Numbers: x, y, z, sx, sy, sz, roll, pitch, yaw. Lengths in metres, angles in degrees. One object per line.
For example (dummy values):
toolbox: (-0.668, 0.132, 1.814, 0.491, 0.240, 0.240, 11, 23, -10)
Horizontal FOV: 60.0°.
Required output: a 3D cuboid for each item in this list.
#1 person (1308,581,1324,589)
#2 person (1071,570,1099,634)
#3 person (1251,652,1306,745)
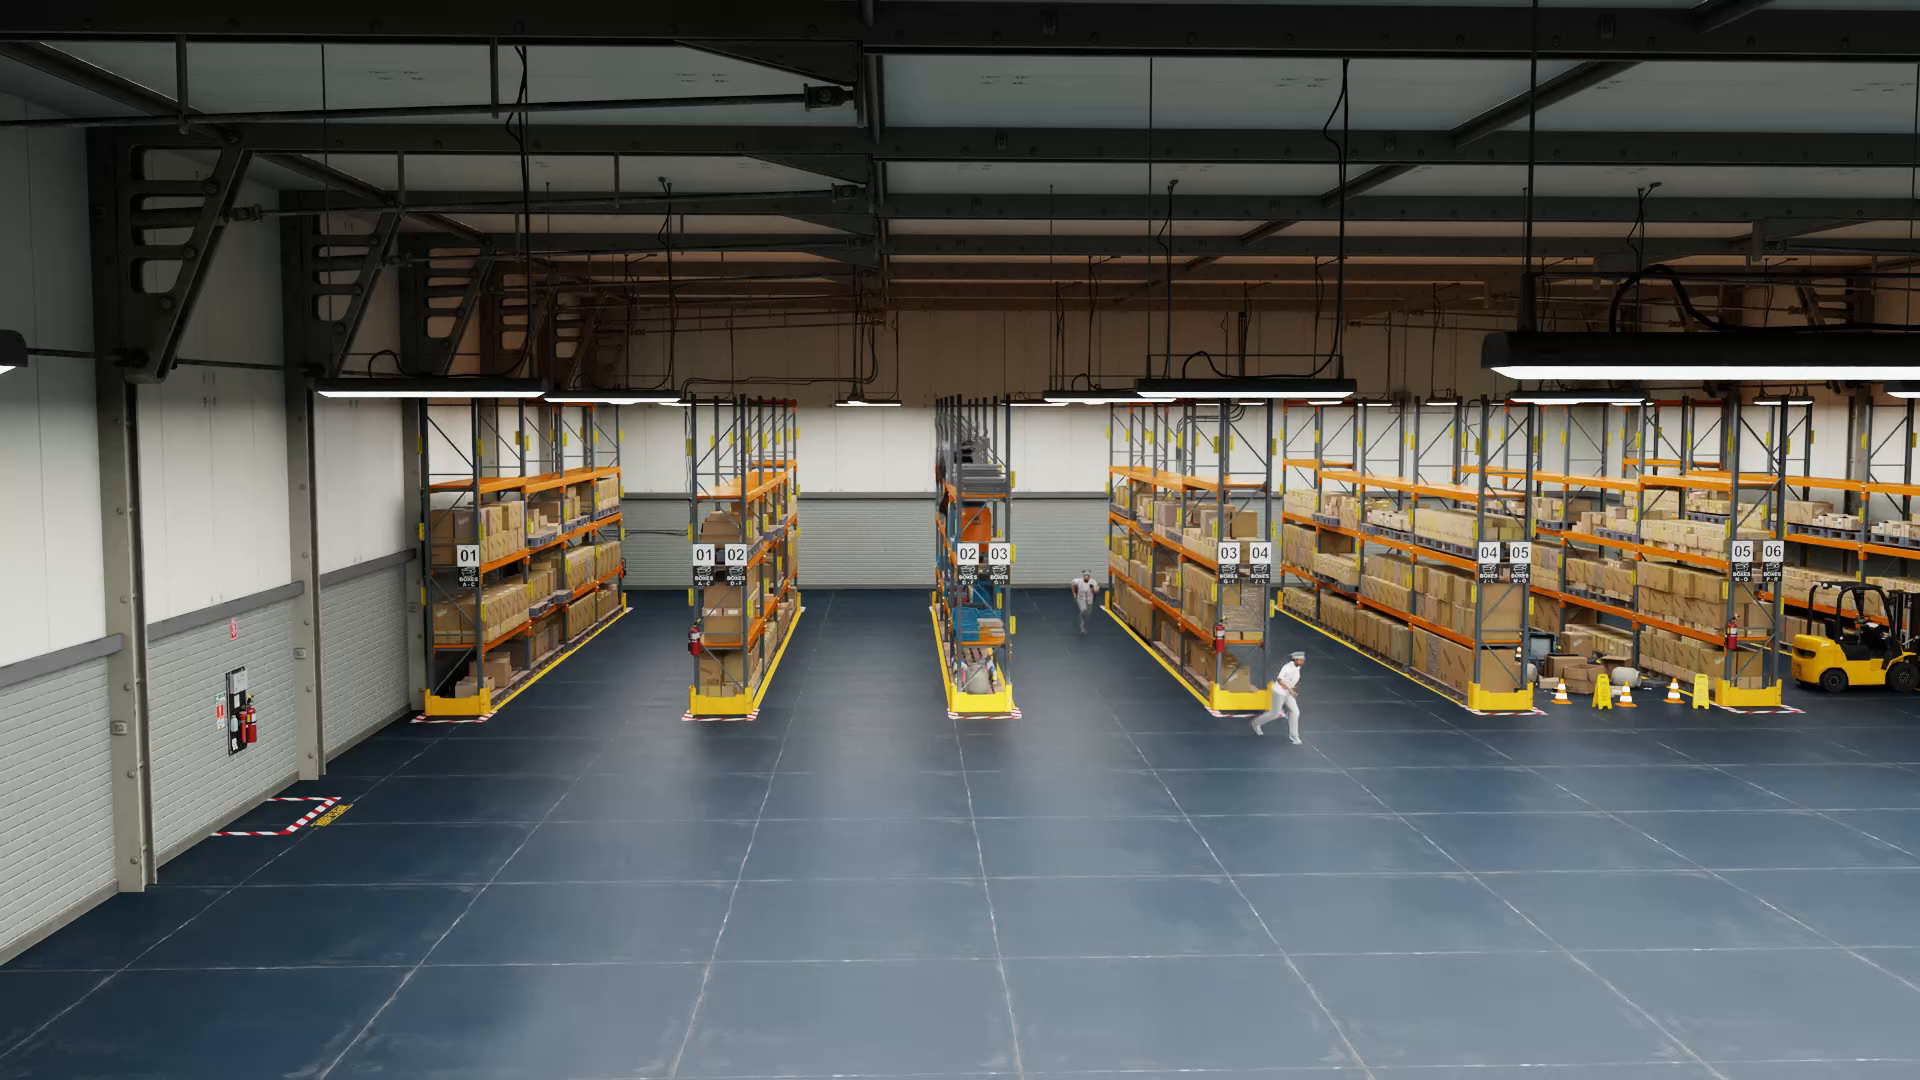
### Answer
person: (10.482, 1.117, 48.664, 0.609, 1.585, 0.602, 3, 5, 33)
person: (3.130, 1.549, 41.656, 0.651, 1.688, 0.971, -1, 5, -10)
person: (5.498, 2.694, 28.703, 0.981, 1.627, 0.610, 3, 5, 33)
